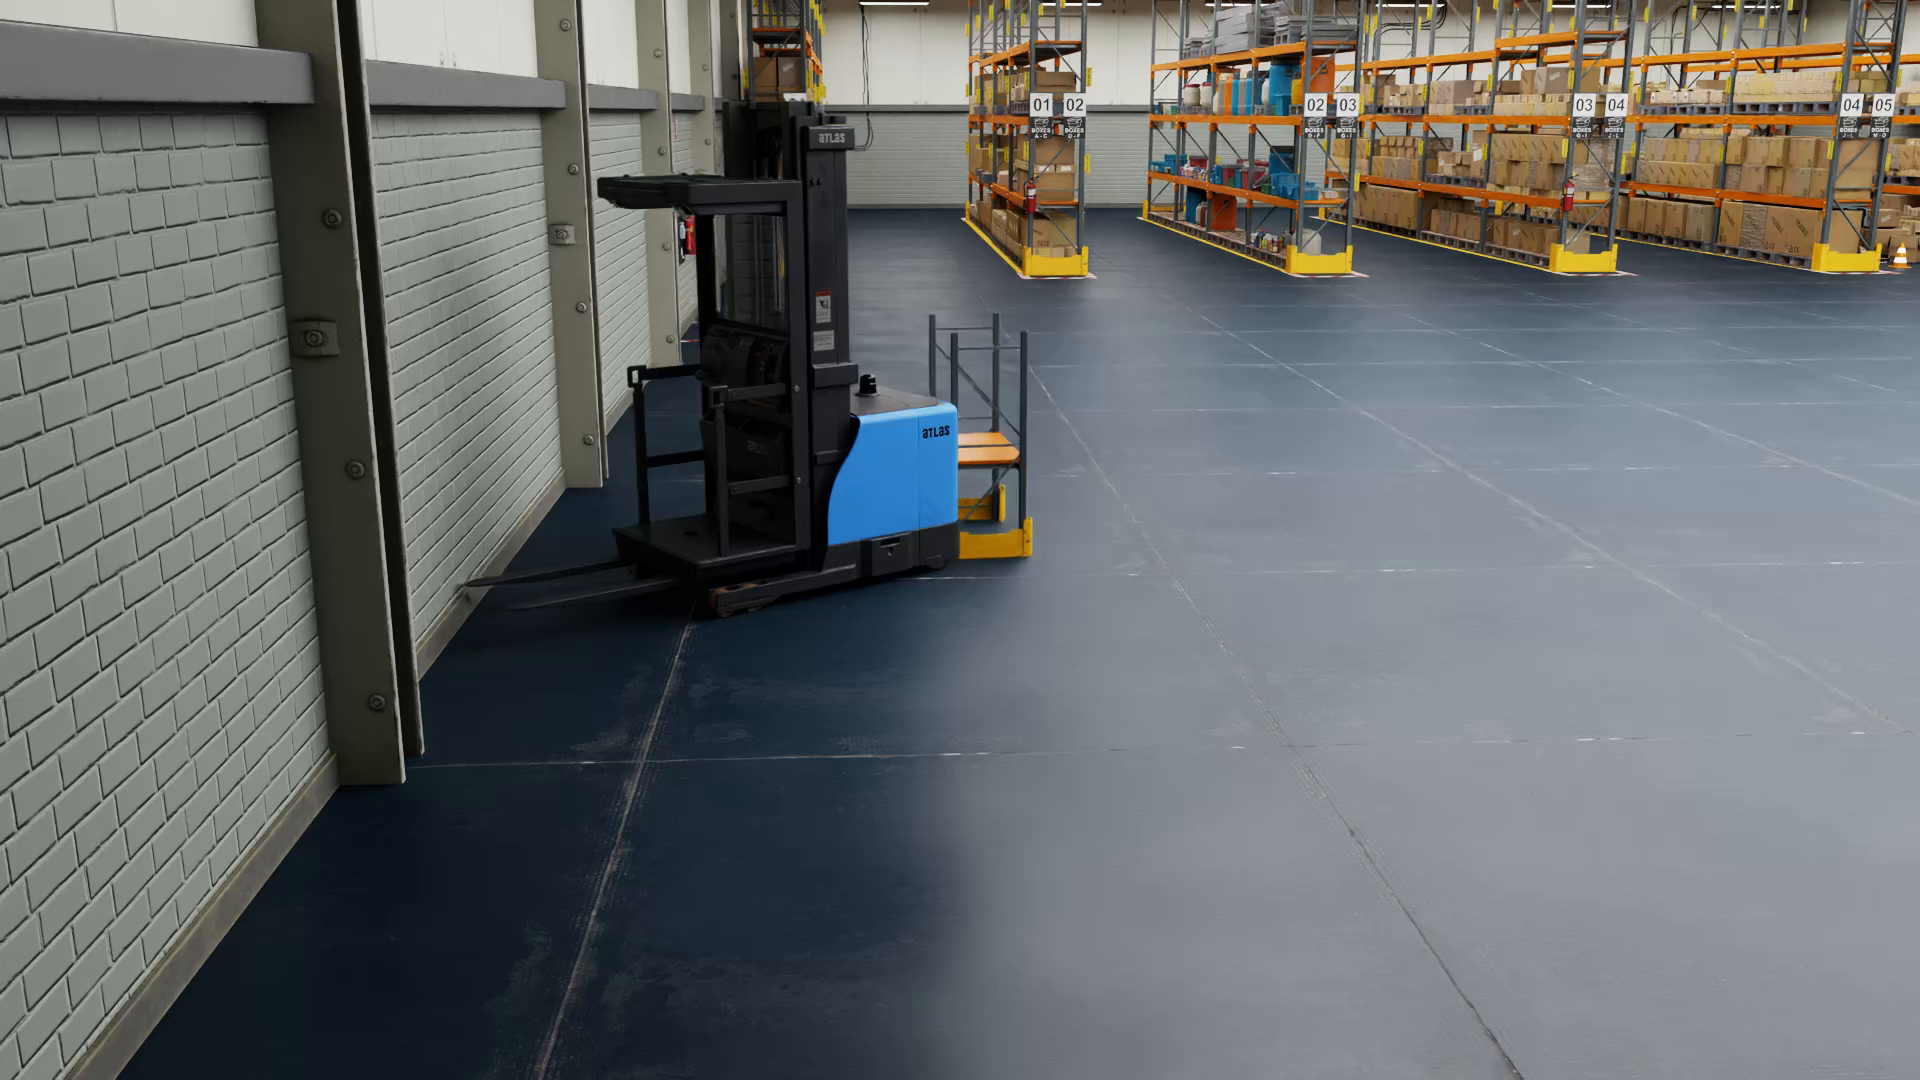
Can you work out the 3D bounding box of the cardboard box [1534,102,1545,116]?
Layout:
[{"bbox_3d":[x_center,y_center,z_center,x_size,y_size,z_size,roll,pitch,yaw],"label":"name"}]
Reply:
[{"bbox_3d":[11.282,-8.209,31.692,0.500,0.250,0.500,-1,14,-2],"label":"cardboard box"}]

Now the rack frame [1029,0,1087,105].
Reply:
[{"bbox_3d":[1.735,-9.214,29.279,1.000,3.000,0.127,-1,14,-3],"label":"rack frame"}]

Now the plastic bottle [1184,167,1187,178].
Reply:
[{"bbox_3d":[5.587,-9.065,40.998,0.097,0.271,0.097,0,14,0],"label":"plastic bottle"}]

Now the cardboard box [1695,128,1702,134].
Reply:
[{"bbox_3d":[20.291,-11.152,45.340,0.380,0.149,0.250,-1,14,-5],"label":"cardboard box"}]

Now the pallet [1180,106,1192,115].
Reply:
[{"bbox_3d":[6.082,-10.537,40.818,1.213,0.211,1.003,-1,14,-3],"label":"pallet"}]

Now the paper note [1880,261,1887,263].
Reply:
[{"bbox_3d":[18.179,-5.479,32.765,0.144,0.017,0.142,4,15,16],"label":"paper note"}]

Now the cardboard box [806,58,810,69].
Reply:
[{"bbox_3d":[-2.971,-8.452,30.088,0.500,0.500,0.500,-1,14,-4],"label":"cardboard box"}]

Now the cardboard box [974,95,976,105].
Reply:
[{"bbox_3d":[0.634,-11.281,42.629,0.500,0.250,0.500,-1,14,-3],"label":"cardboard box"}]

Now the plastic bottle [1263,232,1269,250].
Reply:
[{"bbox_3d":[6.105,-5.950,33.064,0.144,0.351,0.185,-1,14,-4],"label":"plastic bottle"}]

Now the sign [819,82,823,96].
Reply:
[{"bbox_3d":[-3.411,-11.082,40.890,0.100,0.325,0.005,-1,14,-3],"label":"sign"}]

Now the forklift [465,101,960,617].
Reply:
[{"bbox_3d":[-1.475,-1.116,9.980,3.031,2.935,1.130,-11,18,-37],"label":"forklift"}]

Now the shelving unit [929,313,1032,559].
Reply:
[{"bbox_3d":[0.109,-0.742,11.401,0.587,1.500,1.083,-2,15,-9],"label":"shelving unit"}]

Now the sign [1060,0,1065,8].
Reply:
[{"bbox_3d":[2.043,-10.741,33.019,0.100,0.325,0.005,-1,14,-3],"label":"sign"}]

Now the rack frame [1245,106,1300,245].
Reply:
[{"bbox_3d":[6.432,-7.379,34.187,1.000,3.000,0.127,-1,14,-3],"label":"rack frame"}]

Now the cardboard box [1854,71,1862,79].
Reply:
[{"bbox_3d":[16.862,-8.632,30.895,0.380,0.149,0.250,-1,14,-3],"label":"cardboard box"}]

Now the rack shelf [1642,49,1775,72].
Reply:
[{"bbox_3d":[16.208,-10.368,36.009,1.077,0.370,4.000,-1,14,-3],"label":"rack shelf"}]

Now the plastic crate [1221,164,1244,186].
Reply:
[{"bbox_3d":[5.978,-7.998,36.465,0.402,0.464,0.583,-1,14,-3],"label":"plastic crate"}]

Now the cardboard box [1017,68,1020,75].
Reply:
[{"bbox_3d":[1.430,-9.546,34.540,0.500,0.500,0.500,1,14,2],"label":"cardboard box"}]

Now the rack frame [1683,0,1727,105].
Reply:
[{"bbox_3d":[20.522,-13.498,45.930,1.000,3.000,0.127,-1,14,-3],"label":"rack frame"}]

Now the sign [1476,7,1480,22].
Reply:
[{"bbox_3d":[11.668,-11.857,37.519,0.100,0.325,0.005,-1,14,-3],"label":"sign"}]

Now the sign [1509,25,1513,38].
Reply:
[{"bbox_3d":[15.047,-13.879,45.377,0.100,0.325,0.005,-1,14,-3],"label":"sign"}]

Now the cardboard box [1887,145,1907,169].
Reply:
[{"bbox_3d":[20.917,-8.498,36.894,0.500,0.500,0.500,-1,14,-6],"label":"cardboard box"}]

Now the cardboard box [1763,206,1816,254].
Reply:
[{"bbox_3d":[16.415,-6.073,32.532,0.875,0.875,0.875,-1,14,-4],"label":"cardboard box"}]

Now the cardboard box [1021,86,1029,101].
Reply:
[{"bbox_3d":[1.401,-8.242,30.699,0.500,0.250,0.500,-1,14,-3],"label":"cardboard box"}]

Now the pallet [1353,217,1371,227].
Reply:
[{"bbox_3d":[10.910,-8.285,43.304,1.003,0.211,1.213,-1,14,-3],"label":"pallet"}]

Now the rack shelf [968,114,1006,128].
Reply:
[{"bbox_3d":[0.868,-10.895,43.275,1.077,0.370,4.000,-1,14,-3],"label":"rack shelf"}]

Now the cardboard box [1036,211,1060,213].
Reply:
[{"bbox_3d":[1.754,-6.302,33.171,0.500,0.500,0.500,-1,14,-3],"label":"cardboard box"}]

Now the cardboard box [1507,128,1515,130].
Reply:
[{"bbox_3d":[15.351,-11.053,45.659,0.500,0.500,0.500,-1,14,-4],"label":"cardboard box"}]

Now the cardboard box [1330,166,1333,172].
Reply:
[{"bbox_3d":[10.341,-10.161,45.504,0.380,0.149,0.250,-1,14,-4],"label":"cardboard box"}]

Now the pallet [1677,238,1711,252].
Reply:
[{"bbox_3d":[16.209,-6.347,35.773,1.003,0.211,1.213,-1,14,-3],"label":"pallet"}]

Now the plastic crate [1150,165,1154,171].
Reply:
[{"bbox_3d":[5.312,-10.117,45.238,0.250,0.136,0.298,-1,14,-3],"label":"plastic crate"}]

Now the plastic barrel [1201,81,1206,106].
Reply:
[{"bbox_3d":[6.195,-10.892,40.600,0.600,0.588,0.600,0,14,0],"label":"plastic barrel"}]

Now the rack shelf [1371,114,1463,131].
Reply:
[{"bbox_3d":[11.003,-10.052,39.999,1.077,0.370,4.000,-1,14,-3],"label":"rack shelf"}]

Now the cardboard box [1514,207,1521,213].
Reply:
[{"bbox_3d":[15.328,-8.988,45.319,0.380,0.149,0.250,-1,14,-3],"label":"cardboard box"}]

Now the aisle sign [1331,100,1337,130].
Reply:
[{"bbox_3d":[10.328,-11.712,45.811,0.394,0.787,0.004,-1,14,-3],"label":"aisle sign"}]

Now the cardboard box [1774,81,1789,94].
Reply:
[{"bbox_3d":[16.179,-8.780,32.273,0.500,0.250,0.500,-1,14,-3],"label":"cardboard box"}]

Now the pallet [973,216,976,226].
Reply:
[{"bbox_3d":[0.872,-8.418,43.819,1.003,0.211,1.213,-1,14,-3],"label":"pallet"}]

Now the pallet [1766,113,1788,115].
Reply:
[{"bbox_3d":[20.876,-10.731,41.578,0.805,0.209,1.217,-1,15,-6],"label":"pallet"}]

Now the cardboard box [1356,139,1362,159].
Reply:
[{"bbox_3d":[10.557,-10.115,43.018,0.500,0.500,0.500,-1,14,-3],"label":"cardboard box"}]

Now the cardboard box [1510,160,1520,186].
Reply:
[{"bbox_3d":[11.468,-7.288,33.033,0.875,0.500,0.500,-1,14,-3],"label":"cardboard box"}]

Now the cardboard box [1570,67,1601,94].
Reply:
[{"bbox_3d":[11.800,-8.722,31.583,0.500,0.500,0.500,-1,14,-4],"label":"cardboard box"}]

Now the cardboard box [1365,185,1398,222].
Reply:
[{"bbox_3d":[10.939,-8.461,41.812,1.225,0.875,0.875,-1,14,-3],"label":"cardboard box"}]

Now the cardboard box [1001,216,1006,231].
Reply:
[{"bbox_3d":[1.138,-6.673,34.990,0.500,0.311,0.500,0,14,-2],"label":"cardboard box"}]

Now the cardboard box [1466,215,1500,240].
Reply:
[{"bbox_3d":[11.348,-6.730,35.798,0.700,0.500,0.500,-1,14,-4],"label":"cardboard box"}]

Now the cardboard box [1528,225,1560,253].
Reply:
[{"bbox_3d":[11.510,-5.913,32.663,0.500,0.500,0.500,0,14,2],"label":"cardboard box"}]

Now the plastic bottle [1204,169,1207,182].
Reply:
[{"bbox_3d":[5.719,-8.469,38.656,0.061,0.283,0.133,-1,14,-3],"label":"plastic bottle"}]

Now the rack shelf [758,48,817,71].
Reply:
[{"bbox_3d":[-3.580,-10.087,34.918,1.077,0.370,4.000,-1,14,-3],"label":"rack shelf"}]

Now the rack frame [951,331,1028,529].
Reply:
[{"bbox_3d":[0.190,-0.615,10.906,0.500,1.500,0.032,-2,15,-9],"label":"rack frame"}]

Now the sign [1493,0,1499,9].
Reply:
[{"bbox_3d":[10.821,-10.880,33.561,0.100,0.325,0.005,-1,14,-3],"label":"sign"}]

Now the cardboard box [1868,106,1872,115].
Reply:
[{"bbox_3d":[21.067,-9.869,37.642,0.700,0.500,0.500,-1,14,-3],"label":"cardboard box"}]

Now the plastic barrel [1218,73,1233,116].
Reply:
[{"bbox_3d":[6.018,-9.862,36.810,0.600,0.901,0.600,0,14,0],"label":"plastic barrel"}]

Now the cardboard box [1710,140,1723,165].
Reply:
[{"bbox_3d":[16.295,-8.163,35.026,0.700,0.500,0.500,-1,14,-4],"label":"cardboard box"}]
